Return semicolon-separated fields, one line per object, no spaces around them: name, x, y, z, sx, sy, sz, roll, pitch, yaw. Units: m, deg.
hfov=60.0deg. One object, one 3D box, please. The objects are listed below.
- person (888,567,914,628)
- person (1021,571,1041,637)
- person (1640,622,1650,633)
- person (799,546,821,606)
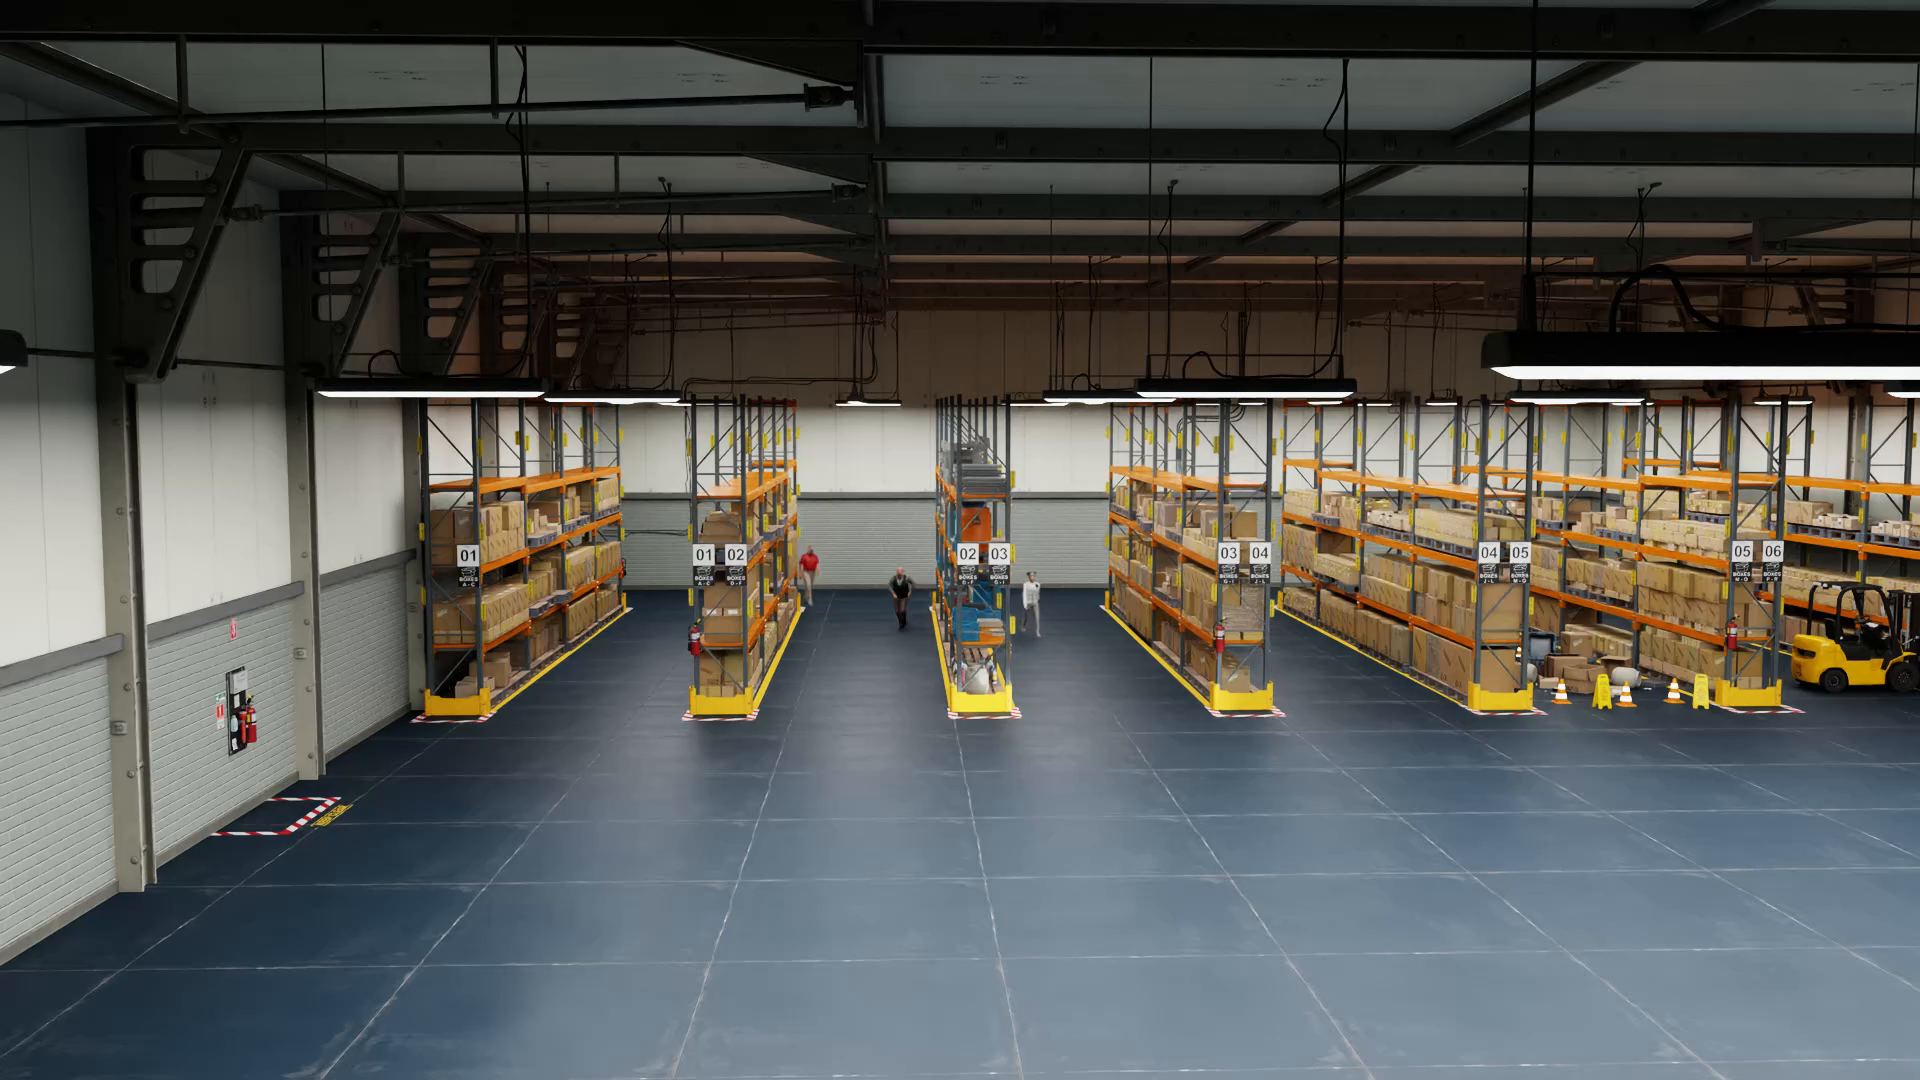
person;-1.532;1.495;43.382;0.667;1.633;0.725;1;5;10
person;1.805;1.585;41.864;0.490;1.642;0.989;-1;5;-12
person;17.373;1.496;42.325;0.583;1.785;0.422;-2;5;-28
person;-4.418;1.039;48.910;0.565;1.752;0.862;-3;6;-36
